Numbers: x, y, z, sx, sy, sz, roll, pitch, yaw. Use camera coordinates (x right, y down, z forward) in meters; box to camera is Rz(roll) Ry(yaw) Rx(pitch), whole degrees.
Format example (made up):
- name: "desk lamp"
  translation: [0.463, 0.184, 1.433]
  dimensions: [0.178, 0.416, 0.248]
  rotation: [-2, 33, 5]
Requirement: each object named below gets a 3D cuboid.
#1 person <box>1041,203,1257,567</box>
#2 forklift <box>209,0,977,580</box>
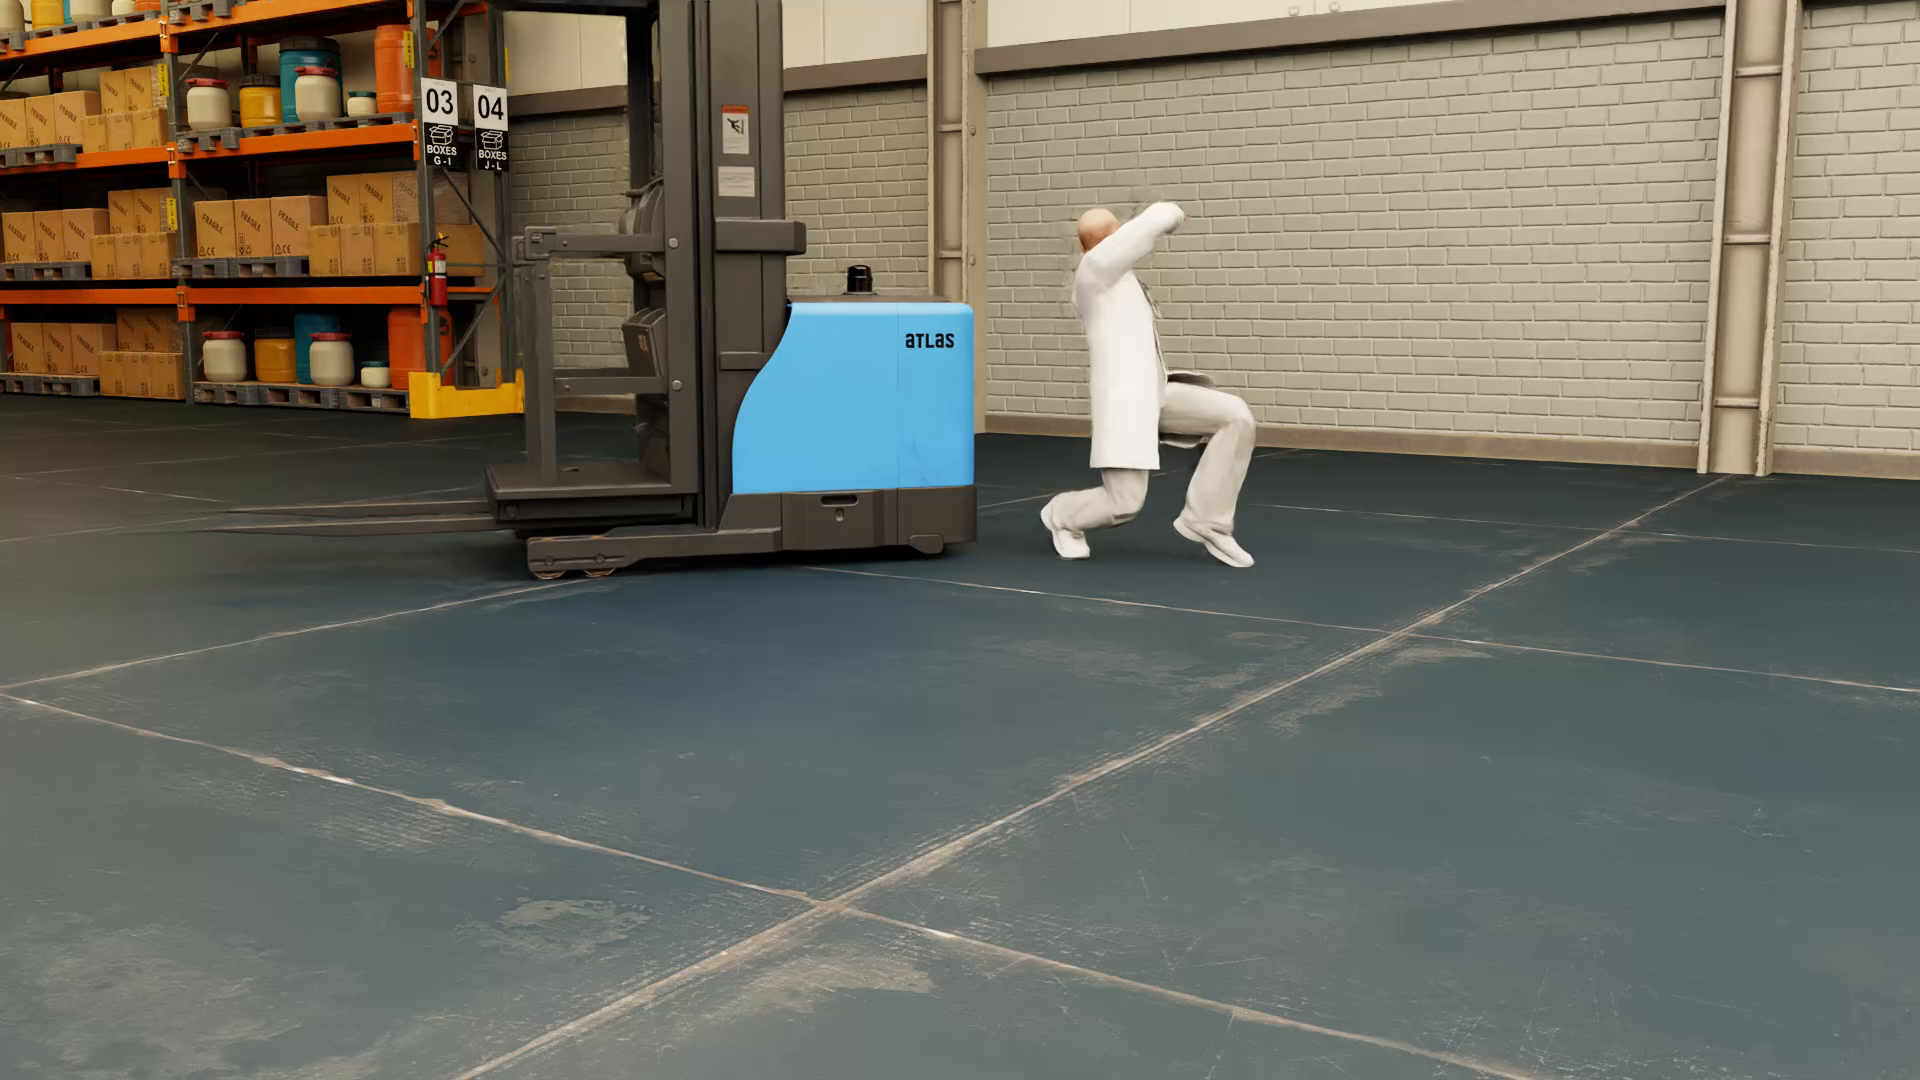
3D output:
- name: "person"
  translation: [0.863, -0.672, 7.121]
  dimensions: [0.967, 1.497, 1.113]
  rotation: [4, 9, 27]
- name: "forklift"
  translation: [-1.501, -1.378, 6.885]
  dimensions: [3.031, 2.935, 1.130]
  rotation: [-3, 8, -18]
